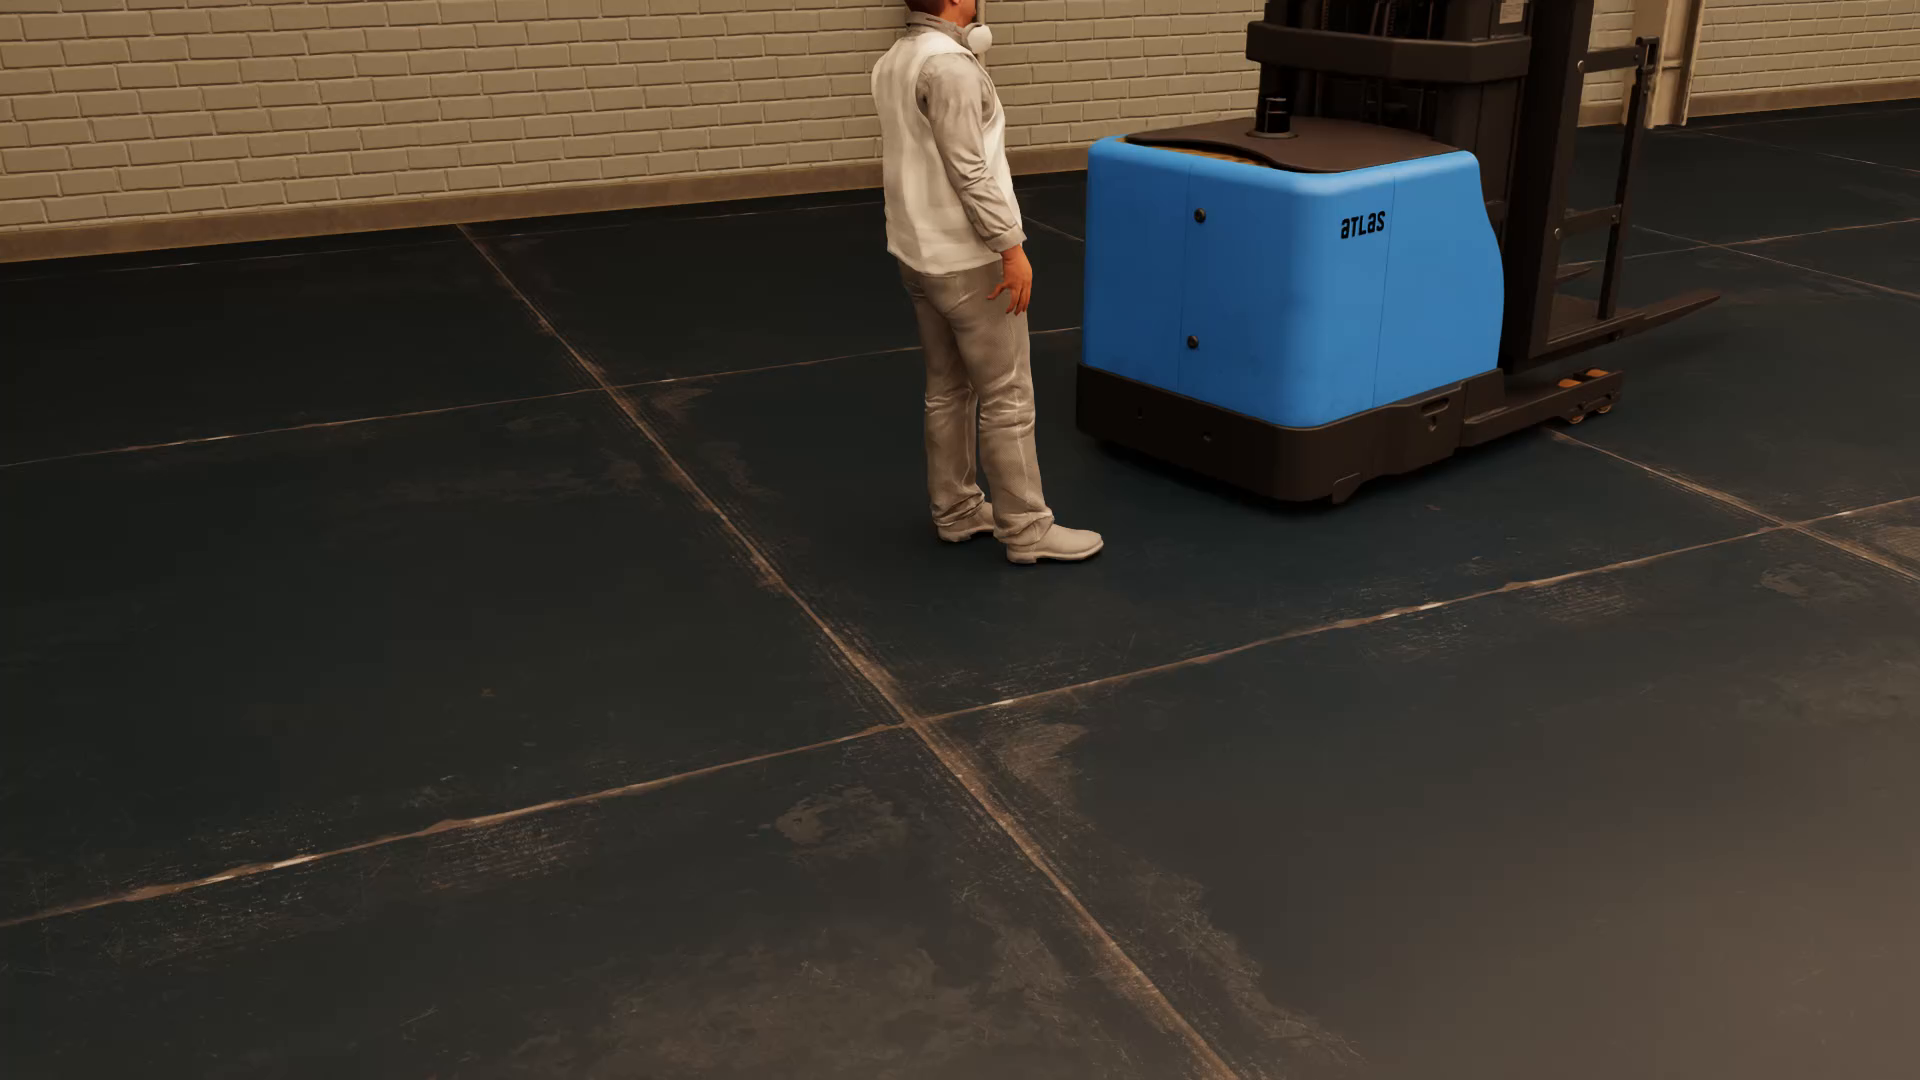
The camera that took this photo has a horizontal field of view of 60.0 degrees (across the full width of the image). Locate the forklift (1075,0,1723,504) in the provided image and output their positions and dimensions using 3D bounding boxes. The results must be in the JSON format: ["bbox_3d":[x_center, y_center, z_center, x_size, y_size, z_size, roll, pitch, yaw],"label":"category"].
[{"bbox_3d":[1.861,-1.917,5.901,3.031,2.935,1.130,-18,29,-37],"label":"forklift"}]

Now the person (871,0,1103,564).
[{"bbox_3d":[0.059,-0.833,4.781,0.568,1.773,0.632,-10,25,-23],"label":"person"}]
